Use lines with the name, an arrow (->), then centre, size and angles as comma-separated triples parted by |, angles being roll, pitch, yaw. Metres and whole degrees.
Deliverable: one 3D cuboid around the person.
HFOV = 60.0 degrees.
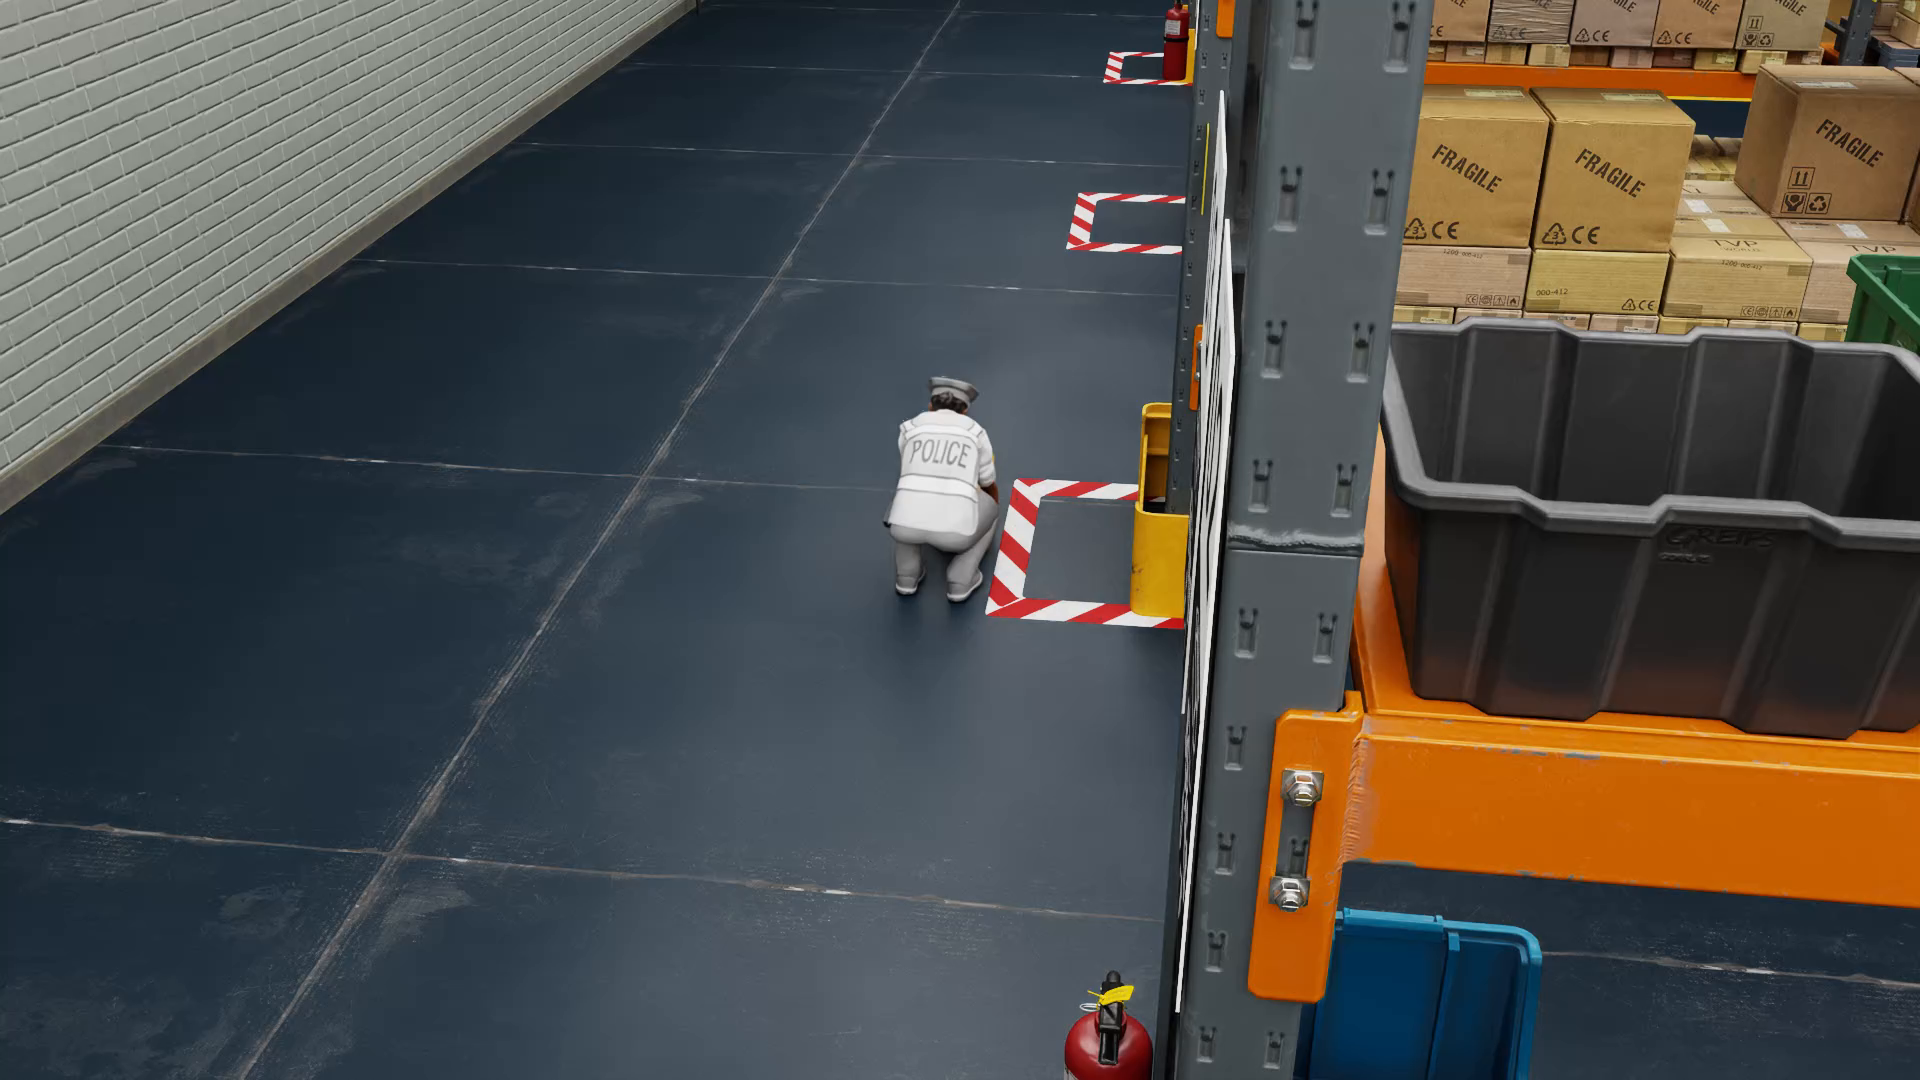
person -> -0.069, -0.228, 7.427 | 0.480, 0.843, 0.870 | 7, 29, 13
